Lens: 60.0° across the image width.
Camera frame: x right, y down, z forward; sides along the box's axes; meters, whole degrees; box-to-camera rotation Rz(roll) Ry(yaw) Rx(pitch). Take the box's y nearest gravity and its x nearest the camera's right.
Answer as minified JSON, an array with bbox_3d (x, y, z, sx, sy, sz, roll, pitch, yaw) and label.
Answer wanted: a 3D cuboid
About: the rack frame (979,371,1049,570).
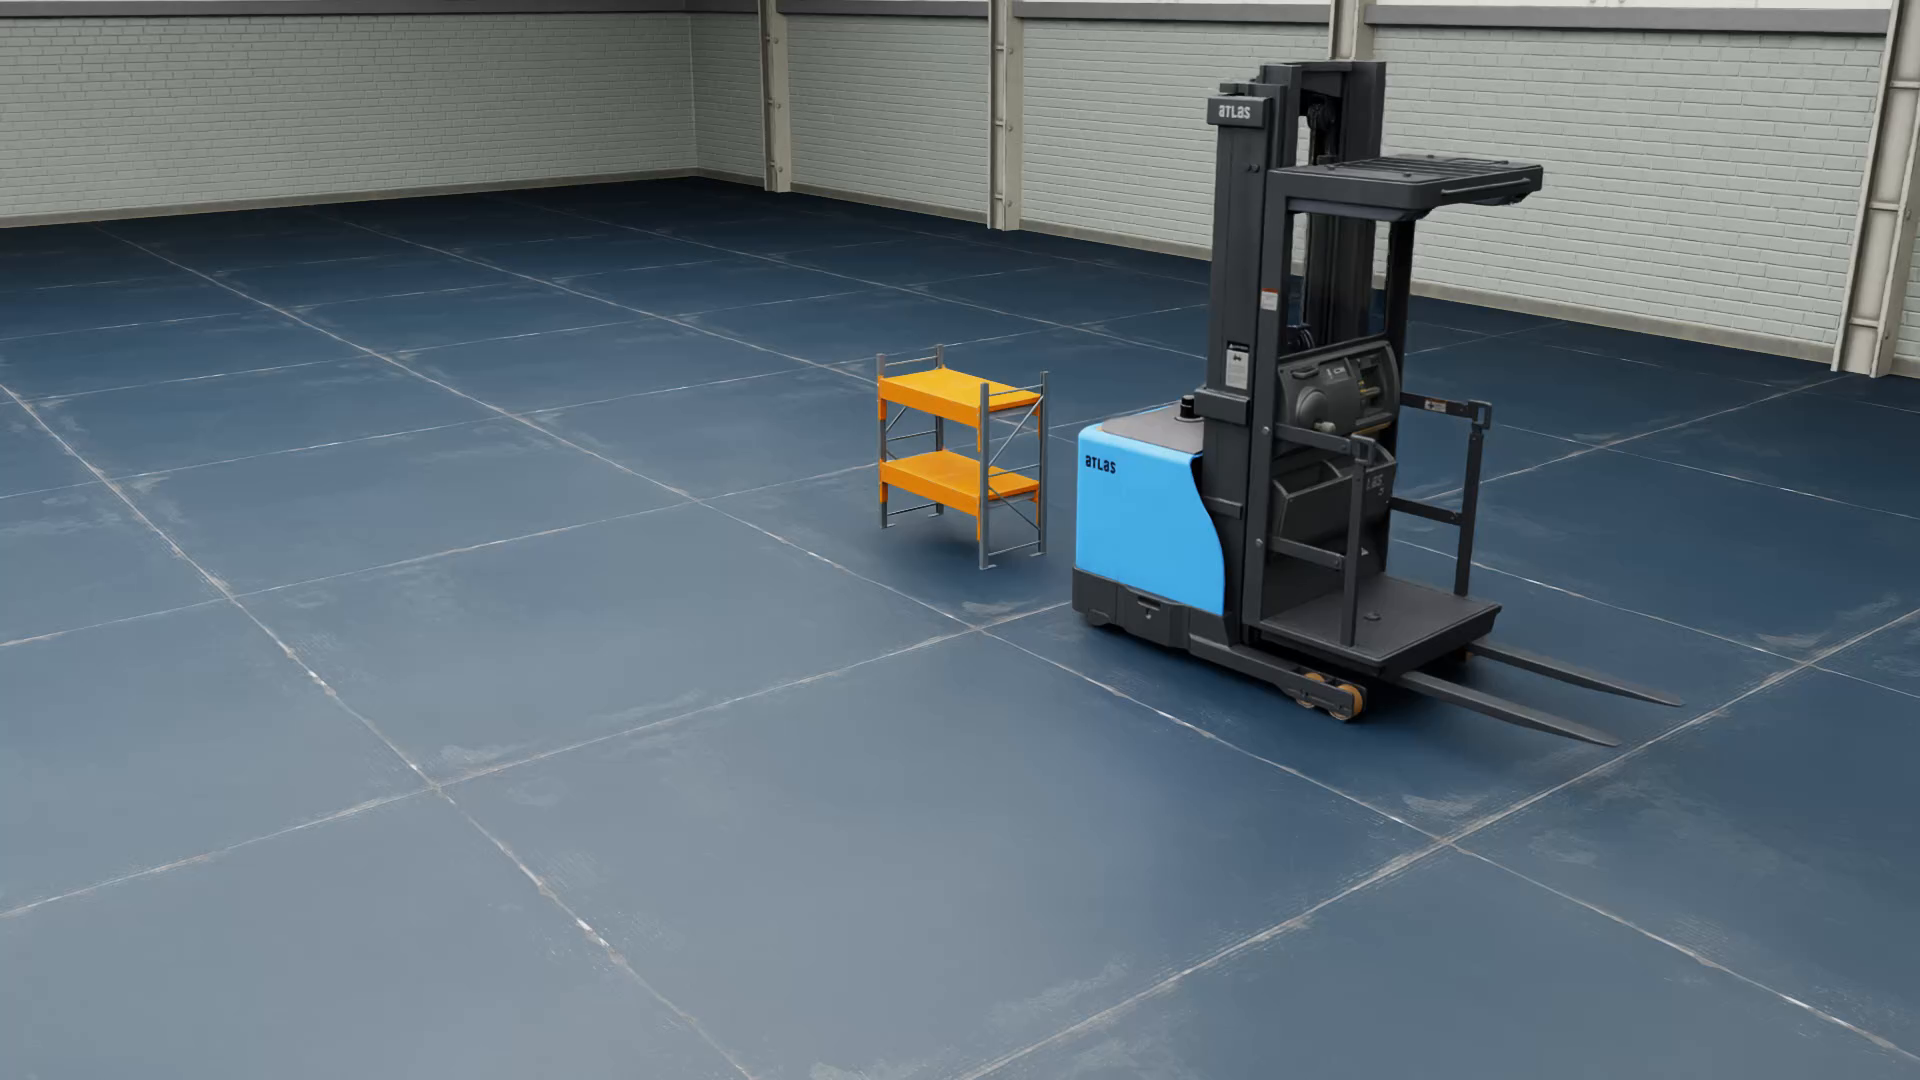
[{"bbox_3d":[0.320,-0.407,9.802,0.500,1.125,0.032,-14,23,-36],"label":"rack frame"}]

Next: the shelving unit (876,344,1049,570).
[{"bbox_3d":[0.004,-0.532,10.181,0.538,1.125,1.048,-14,23,-36],"label":"shelving unit"}]

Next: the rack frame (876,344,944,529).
[{"bbox_3d":[-0.311,-0.658,10.559,0.500,1.125,0.032,-14,23,-36],"label":"rack frame"}]

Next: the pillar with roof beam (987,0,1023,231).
[{"bbox_3d":[-2.743,-7.898,19.899,9.100,9.000,0.400,-14,23,-36],"label":"pillar with roof beam"}]

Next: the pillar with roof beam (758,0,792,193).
[{"bbox_3d":[-6.469,-9.377,24.364,9.100,9.000,0.400,-14,23,-36],"label":"pillar with roof beam"}]

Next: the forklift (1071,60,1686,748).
[{"bbox_3d":[1.980,-0.726,7.894,1.130,2.935,3.031,-16,24,-40],"label":"forklift"}]

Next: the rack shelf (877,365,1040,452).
[{"bbox_3d":[0.004,-0.810,10.089,0.538,0.278,1.000,-14,23,-36],"label":"rack shelf"}]

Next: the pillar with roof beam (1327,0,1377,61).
[{"bbox_3d":[0.982,-6.420,15.434,9.100,9.000,0.400,-14,23,-36],"label":"pillar with roof beam"}]

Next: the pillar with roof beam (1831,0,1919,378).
[{"bbox_3d":[4.707,-4.941,10.969,9.100,9.000,0.400,-14,23,-36],"label":"pillar with roof beam"}]

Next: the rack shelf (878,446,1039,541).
[{"bbox_3d":[0.004,-0.300,10.258,0.538,0.278,1.000,-14,23,-36],"label":"rack shelf"}]
